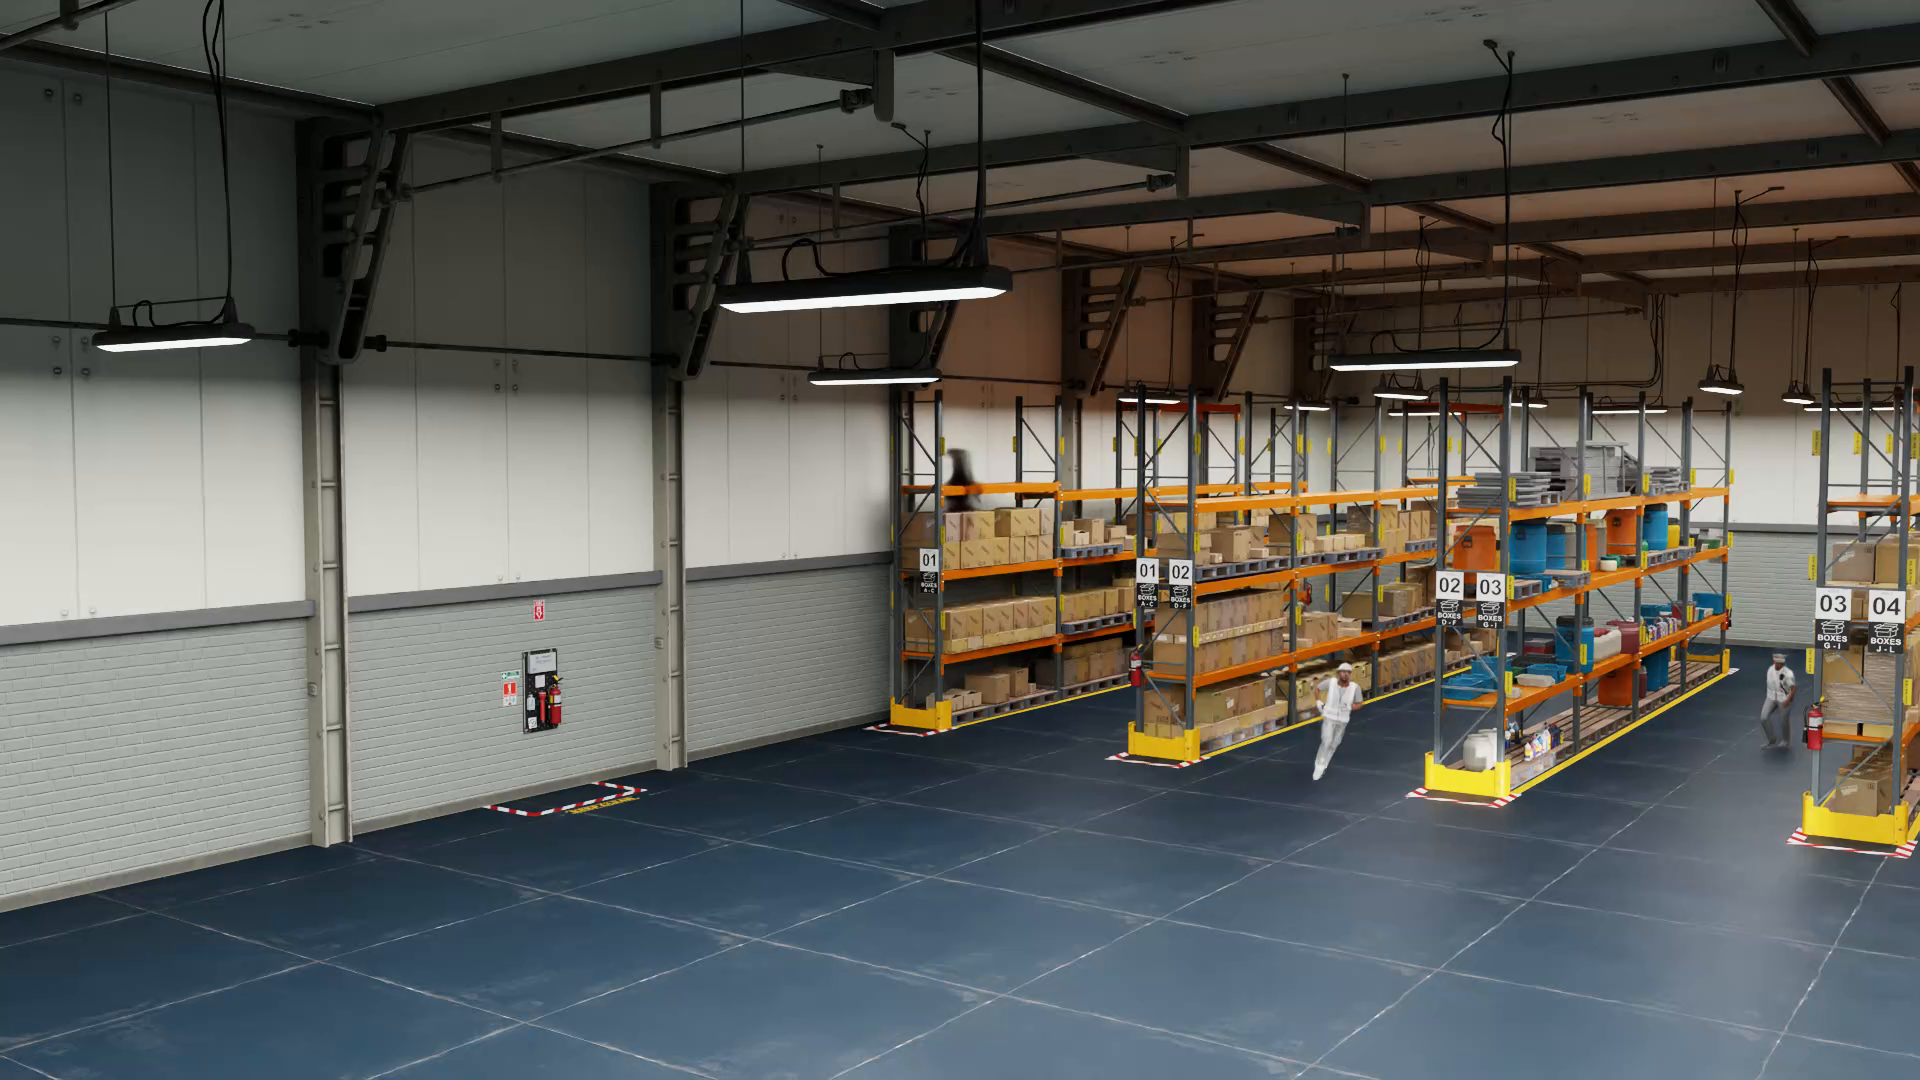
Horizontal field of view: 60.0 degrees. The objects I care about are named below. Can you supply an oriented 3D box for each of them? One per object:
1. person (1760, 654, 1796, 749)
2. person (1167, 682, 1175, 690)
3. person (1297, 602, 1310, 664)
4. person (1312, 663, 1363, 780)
[{"bbox_3d":[13.514,2.651,27.374,0.756,1.604,0.561,-3,4,-42],"label":"person"},{"bbox_3d":[4.190,2.334,31.808,0.673,1.789,0.725,1,4,25],"label":"person"},{"bbox_3d":[7.348,2.173,35.762,0.596,1.702,0.722,2,4,32],"label":"person"},{"bbox_3d":[5.678,2.733,25.079,0.742,1.779,0.660,0,3,-1],"label":"person"}]
